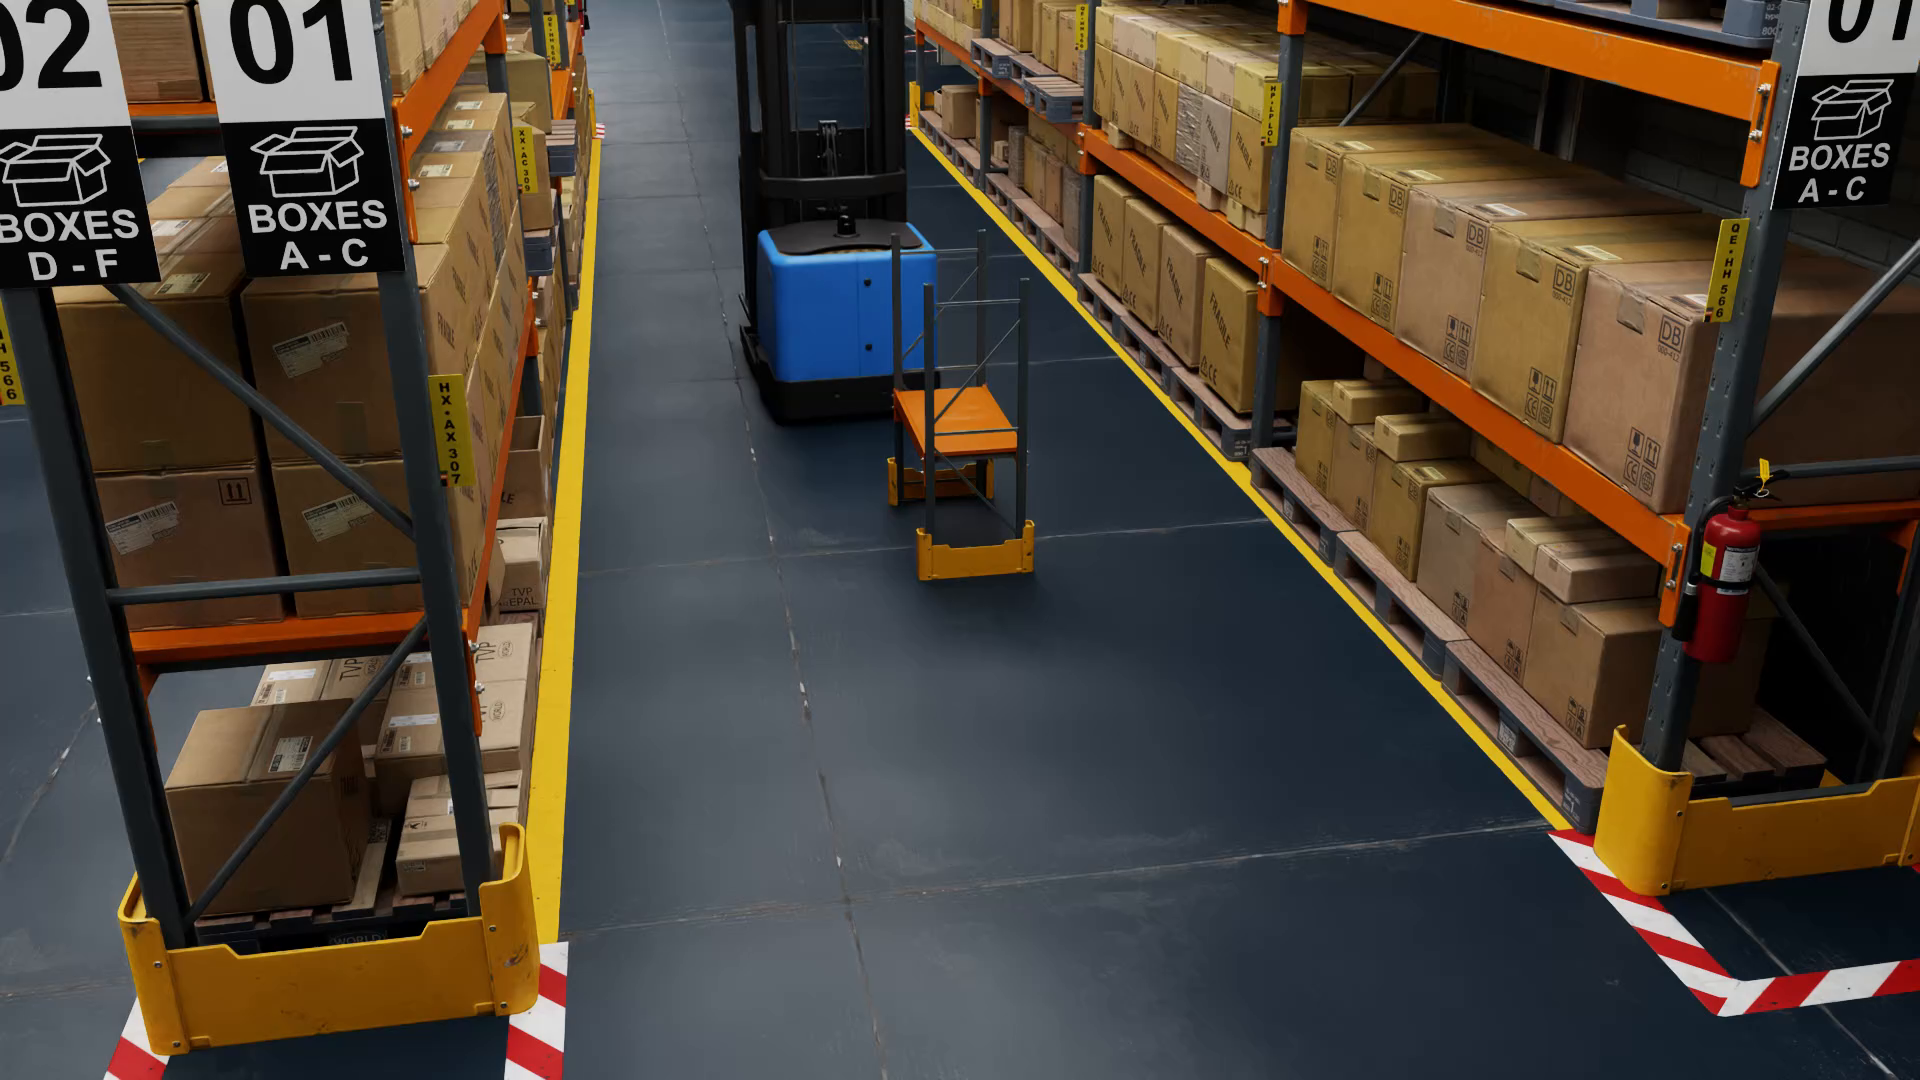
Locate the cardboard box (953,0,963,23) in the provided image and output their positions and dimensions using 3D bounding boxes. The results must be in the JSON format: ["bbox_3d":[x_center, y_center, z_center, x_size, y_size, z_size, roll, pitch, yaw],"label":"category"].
[{"bbox_3d":[0.215,-5.595,17.039,0.500,0.500,0.500,-4,24,-10],"label":"cardboard box"}]

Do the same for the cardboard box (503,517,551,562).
[{"bbox_3d":[-2.171,0.014,7.983,0.380,0.149,0.250,-4,24,-10],"label":"cardboard box"}]

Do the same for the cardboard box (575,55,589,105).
[{"bbox_3d":[-4.511,-5.244,18.984,0.500,0.500,0.500,-4,24,-10],"label":"cardboard box"}]

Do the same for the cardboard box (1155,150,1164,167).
[{"bbox_3d":[1.543,-2.622,11.295,0.380,0.149,0.250,-4,24,-9],"label":"cardboard box"}]

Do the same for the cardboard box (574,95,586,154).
[{"bbox_3d":[-3.941,-4.066,16.285,0.500,0.500,0.500,-4,24,-10],"label":"cardboard box"}]

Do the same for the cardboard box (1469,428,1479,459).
[{"bbox_3d":[2.584,-0.509,7.957,0.380,0.149,0.250,-4,24,-9],"label":"cardboard box"}]

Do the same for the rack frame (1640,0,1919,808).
[{"bbox_3d":[2.924,-0.232,5.533,1.000,3.000,0.127,-4,24,-10],"label":"rack frame"}]

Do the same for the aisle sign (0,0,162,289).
[{"bbox_3d":[-2.232,-1.006,4.057,0.394,0.787,0.004,-4,24,-10],"label":"aisle sign"}]

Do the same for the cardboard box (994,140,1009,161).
[{"bbox_3d":[0.576,-4.063,17.297,0.380,0.166,0.250,-8,25,-17],"label":"cardboard box"}]

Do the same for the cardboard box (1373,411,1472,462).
[{"bbox_3d":[2.202,-0.494,7.922,0.380,0.149,0.250,-5,24,-11],"label":"cardboard box"}]

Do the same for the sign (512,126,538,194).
[{"bbox_3d":[-2.152,-1.877,8.219,0.100,0.325,0.005,-4,24,-10],"label":"sign"}]

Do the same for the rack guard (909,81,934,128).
[{"bbox_3d":[-0.021,-5.350,20.375,1.175,0.500,0.348,-4,24,-10],"label":"rack guard"}]

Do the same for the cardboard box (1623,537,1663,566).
[{"bbox_3d":[2.821,-0.009,6.811,0.380,0.149,0.250,-4,24,-10],"label":"cardboard box"}]

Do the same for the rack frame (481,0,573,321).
[{"bbox_3d":[-3.423,-3.011,11.896,1.000,3.000,0.127,-4,24,-10],"label":"rack frame"}]

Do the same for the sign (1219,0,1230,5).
[{"bbox_3d":[1.989,-3.952,12.604,0.100,0.325,0.005,-4,24,-10],"label":"sign"}]

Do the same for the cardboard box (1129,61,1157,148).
[{"bbox_3d":[1.461,-2.958,11.254,0.500,0.500,0.500,-4,24,-10],"label":"cardboard box"}]

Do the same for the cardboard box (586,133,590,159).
[{"bbox_3d":[-4.126,-4.115,17.336,0.500,0.250,0.500,-4,24,-10],"label":"cardboard box"}]

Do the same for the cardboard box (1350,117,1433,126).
[{"bbox_3d":[2.347,-2.196,9.509,0.500,0.500,0.500,-5,24,-12],"label":"cardboard box"}]

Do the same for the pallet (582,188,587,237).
[{"bbox_3d":[-3.988,-3.019,15.399,1.003,0.211,1.213,-4,24,-10],"label":"pallet"}]

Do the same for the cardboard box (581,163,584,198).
[{"bbox_3d":[-3.801,-3.375,15.640,0.500,0.250,0.500,-5,24,-10],"label":"cardboard box"}]

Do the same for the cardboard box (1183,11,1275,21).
[{"bbox_3d":[1.875,-3.550,11.673,0.500,0.250,0.500,-5,24,-11],"label":"cardboard box"}]

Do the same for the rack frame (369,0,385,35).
[{"bbox_3d":[-1.944,-2.613,3.490,1.000,3.000,0.127,-4,24,-10],"label":"rack frame"}]

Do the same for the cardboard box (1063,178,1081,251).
[{"bbox_3d":[1.260,-2.714,13.790,0.700,0.500,0.500,-4,24,-9],"label":"cardboard box"}]

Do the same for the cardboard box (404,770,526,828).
[{"bbox_3d":[-1.730,0.944,5.830,0.380,0.166,0.250,-4,24,-10],"label":"cardboard box"}]

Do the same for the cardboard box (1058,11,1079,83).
[{"bbox_3d":[1.218,-4.028,13.551,0.700,0.500,0.500,-7,24,-15],"label":"cardboard box"}]

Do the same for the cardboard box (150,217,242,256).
[{"bbox_3d":[-2.391,-0.721,5.280,0.500,0.500,0.500,-4,24,-8],"label":"cardboard box"}]

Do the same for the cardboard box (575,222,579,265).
[{"bbox_3d":[-3.325,-2.368,13.336,0.500,0.250,0.500,-5,24,-11],"label":"cardboard box"}]

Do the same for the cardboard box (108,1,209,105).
[{"bbox_3d":[-2.298,-1.352,4.538,0.500,0.250,0.500,-4,24,-10],"label":"cardboard box"}]

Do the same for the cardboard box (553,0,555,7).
[{"bbox_3d":[-4.069,-5.146,15.849,0.380,0.149,0.250,-4,24,-9],"label":"cardboard box"}]

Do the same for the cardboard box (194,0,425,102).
[{"bbox_3d":[-1.789,-1.391,4.626,0.500,0.250,0.500,-4,24,-10],"label":"cardboard box"}]

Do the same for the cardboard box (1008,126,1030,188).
[{"bbox_3d":[0.857,-3.720,16.093,0.700,0.500,0.500,-3,24,-8],"label":"cardboard box"}]

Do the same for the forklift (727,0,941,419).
[{"bbox_3d":[-0.953,-2.656,11.169,1.130,2.935,3.031,-5,24,-12],"label":"forklift"}]

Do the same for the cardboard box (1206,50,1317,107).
[{"bbox_3d":[1.761,-2.707,9.742,0.500,0.250,0.500,-4,24,-9],"label":"cardboard box"}]

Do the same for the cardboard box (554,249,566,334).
[{"bbox_3d":[-3.020,-1.716,11.505,0.500,0.500,0.500,-3,24,-8],"label":"cardboard box"}]

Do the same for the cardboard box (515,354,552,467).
[{"bbox_3d":[-2.534,-0.702,9.182,0.500,0.500,0.500,-5,24,-12],"label":"cardboard box"}]

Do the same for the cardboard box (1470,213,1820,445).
[{"bbox_3d":[2.674,-0.855,6.584,0.980,0.700,0.700,-4,24,-10],"label":"cardboard box"}]

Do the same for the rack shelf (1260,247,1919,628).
[{"bbox_3d":[2.554,-0.689,7.479,1.077,0.370,4.000,-4,24,-10],"label":"rack shelf"}]

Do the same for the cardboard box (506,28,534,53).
[{"bbox_3d":[-3.940,-4.119,14.309,0.500,0.500,0.500,-3,24,-6],"label":"cardboard box"}]

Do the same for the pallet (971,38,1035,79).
[{"bbox_3d":[0.703,-4.553,15.666,1.003,0.211,1.213,-4,24,-10],"label":"pallet"}]

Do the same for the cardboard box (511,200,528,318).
[{"bbox_3d":[-2.339,-1.305,7.866,0.500,0.500,0.500,-4,24,-9],"label":"cardboard box"}]

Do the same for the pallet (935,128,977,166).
[{"bbox_3d":[0.317,-4.417,18.599,1.003,0.211,1.213,-4,24,-10],"label":"pallet"}]

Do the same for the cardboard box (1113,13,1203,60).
[{"bbox_3d":[1.375,-3.505,11.568,0.500,0.250,0.500,-5,24,-10],"label":"cardboard box"}]

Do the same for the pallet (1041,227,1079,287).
[{"bbox_3d":[1.301,-2.408,14.000,1.003,0.211,1.213,-4,24,-10],"label":"pallet"}]

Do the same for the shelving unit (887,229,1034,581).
[{"bbox_3d":[-0.014,-0.717,8.518,0.587,1.500,1.083,-4,24,-10],"label":"shelving unit"}]

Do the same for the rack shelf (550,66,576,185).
[{"bbox_3d":[-3.793,-3.468,13.841,1.077,0.370,4.000,-4,24,-10],"label":"rack shelf"}]

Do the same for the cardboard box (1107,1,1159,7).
[{"bbox_3d":[1.351,-4.057,12.806,0.380,0.149,0.250,-8,25,-17],"label":"cardboard box"}]

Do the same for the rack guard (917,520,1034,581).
[{"bbox_3d":[0.078,0.051,8.320,0.587,0.250,0.087,-4,24,-10],"label":"rack guard"}]

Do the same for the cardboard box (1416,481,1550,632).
[{"bbox_3d":[2.510,0.059,7.467,0.700,0.500,0.500,-5,24,-11],"label":"cardboard box"}]

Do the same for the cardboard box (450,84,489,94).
[{"bbox_3d":[-3.071,-2.366,9.770,0.700,0.500,0.500,-11,26,-23],"label":"cardboard box"}]

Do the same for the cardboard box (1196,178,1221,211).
[{"bbox_3d":[1.663,-2.114,10.131,0.380,0.149,0.250,-4,24,-10],"label":"cardboard box"}]

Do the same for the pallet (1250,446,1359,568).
[{"bbox_3d":[2.248,-0.223,8.996,1.003,0.211,1.213,-4,24,-10],"label":"pallet"}]

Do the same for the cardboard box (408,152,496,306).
[{"bbox_3d":[-2.053,-1.164,6.293,0.500,0.500,0.500,-5,24,-10],"label":"cardboard box"}]

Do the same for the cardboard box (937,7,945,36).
[{"bbox_3d":[0.033,-5.647,18.095,0.500,0.250,0.500,-4,24,-9],"label":"cardboard box"}]

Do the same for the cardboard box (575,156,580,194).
[{"bbox_3d":[-3.614,-3.235,14.619,0.500,0.311,0.500,-4,24,-10],"label":"cardboard box"}]

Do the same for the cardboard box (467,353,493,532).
[{"bbox_3d":[-1.868,-0.306,5.579,0.500,0.500,0.500,-5,24,-10],"label":"cardboard box"}]

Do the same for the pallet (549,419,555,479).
[{"bbox_3d":[-2.871,-0.476,9.577,1.003,0.211,1.213,-4,24,-10],"label":"pallet"}]

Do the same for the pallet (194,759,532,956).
[{"bbox_3d":[-2.106,1.071,6.035,1.003,0.211,1.213,-4,24,-10],"label":"pallet"}]
